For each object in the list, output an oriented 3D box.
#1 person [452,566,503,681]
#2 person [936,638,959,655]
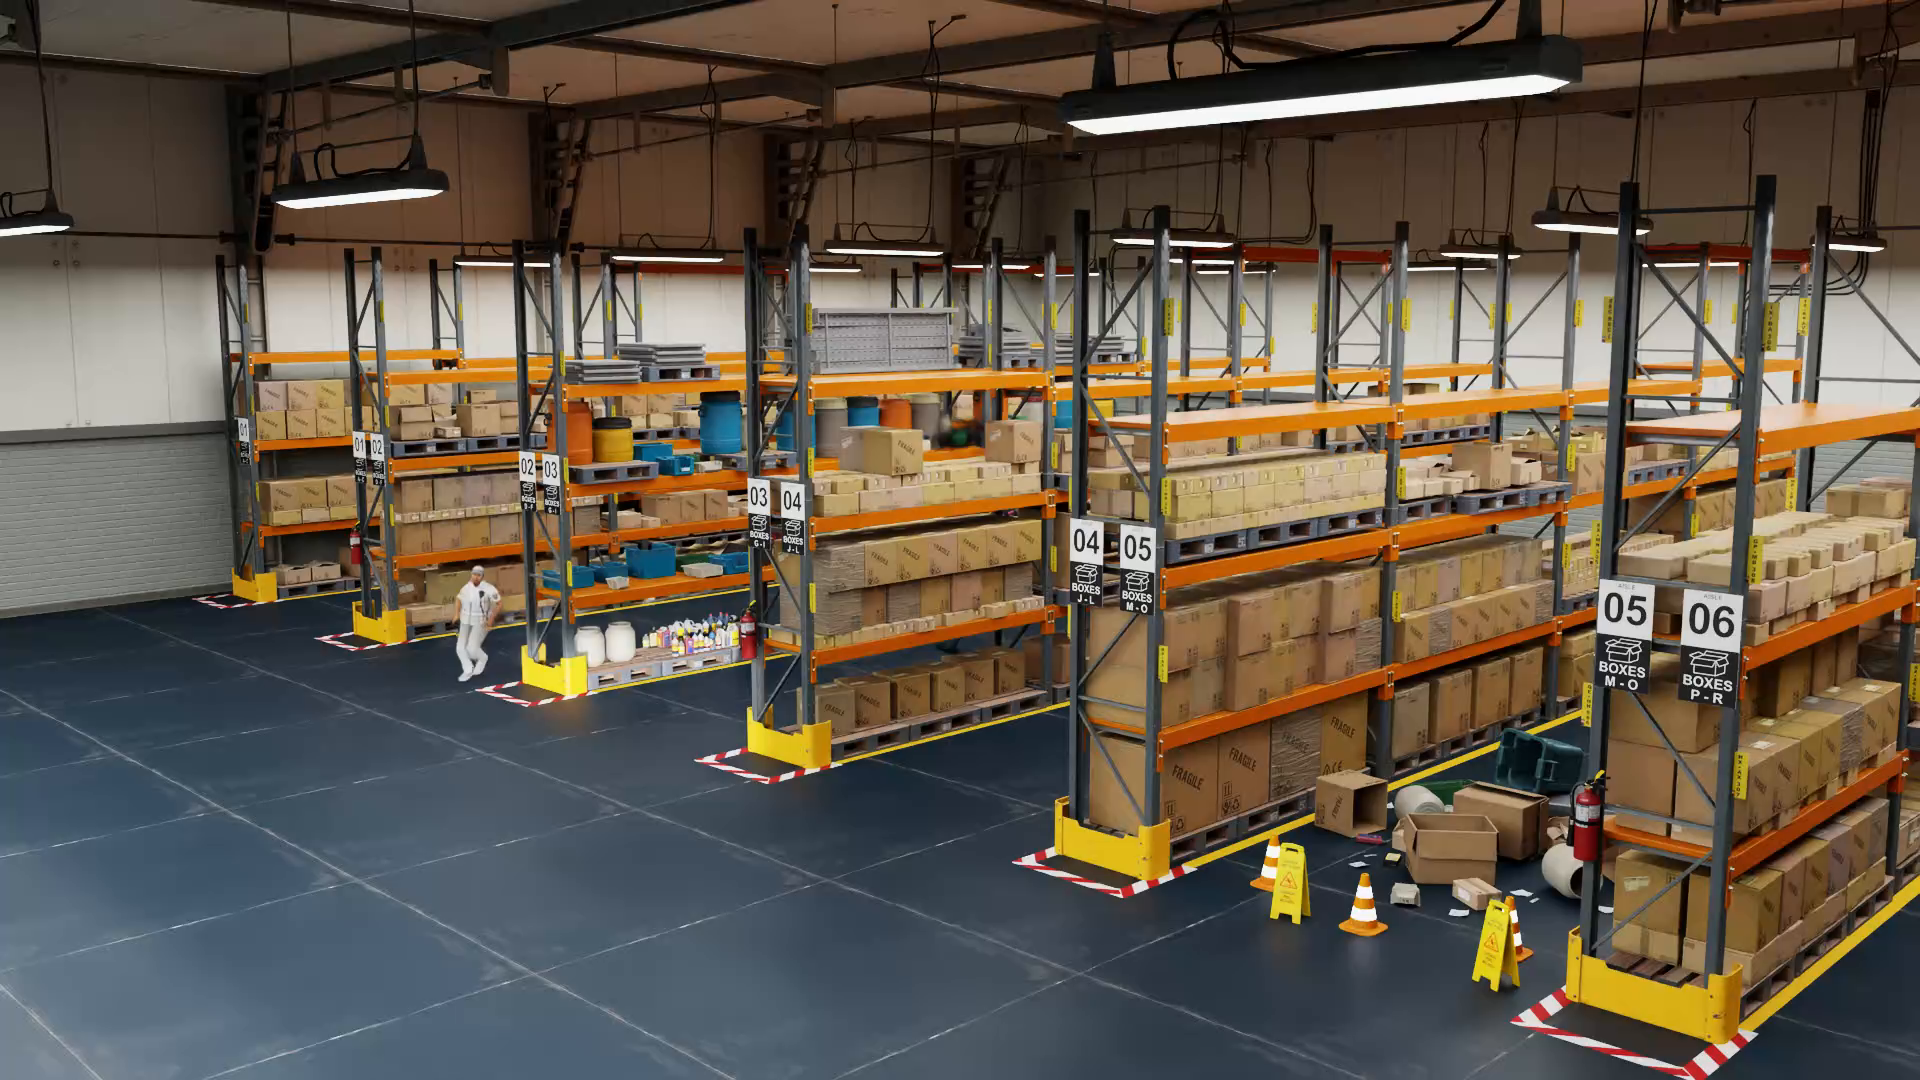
[{"bbox_3d":[-6.664,1.155,22.866,0.662,1.619,0.511,2,8,15],"label":"person"},{"bbox_3d":[-0.123,1.153,22.898,0.503,1.558,0.493,7,11,41],"label":"person"}]
